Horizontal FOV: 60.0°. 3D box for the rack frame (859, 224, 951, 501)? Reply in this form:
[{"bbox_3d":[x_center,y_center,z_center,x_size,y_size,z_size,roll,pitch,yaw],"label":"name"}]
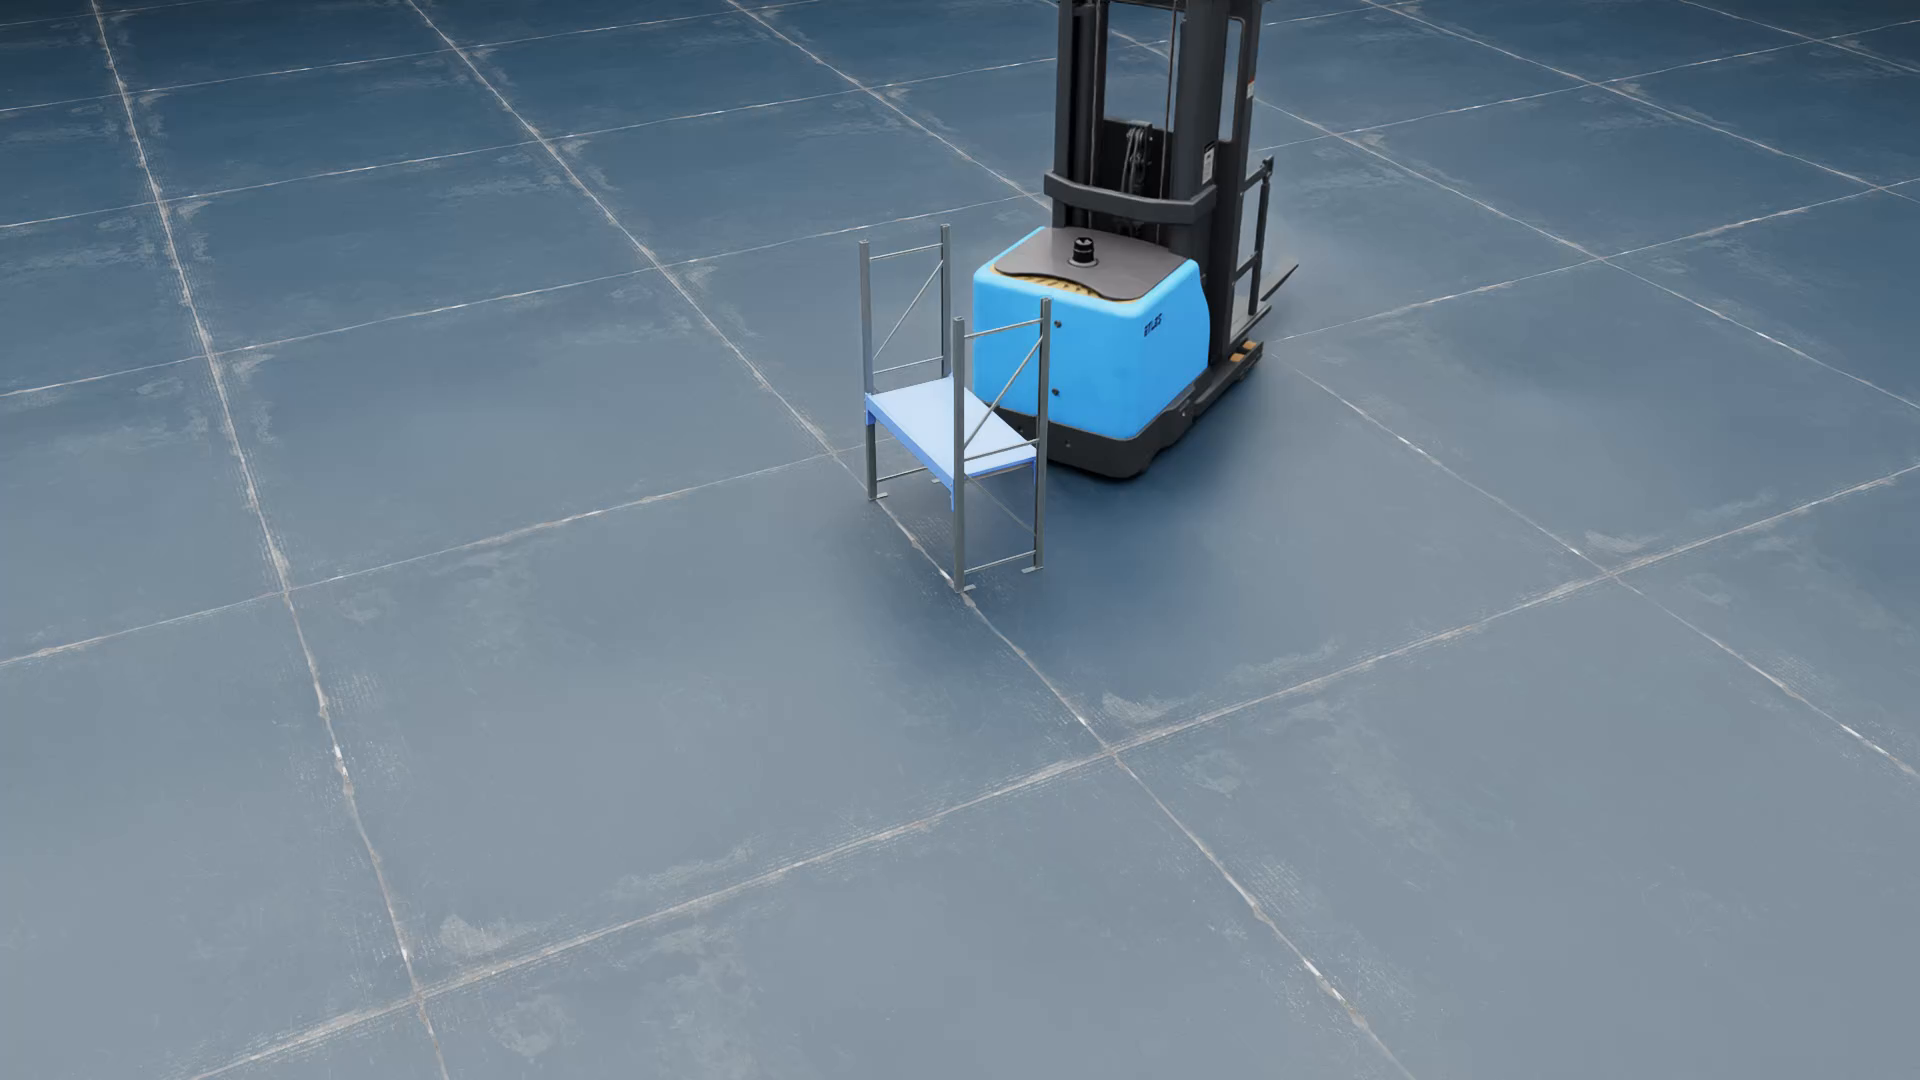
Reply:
[{"bbox_3d":[-0.277,-0.915,8.788,0.500,1.500,0.032,-16,36,-23],"label":"rack frame"}]

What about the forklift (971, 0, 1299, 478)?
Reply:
[{"bbox_3d":[1.244,-2.340,9.685,1.130,2.935,3.031,18,37,26],"label":"forklift"}]

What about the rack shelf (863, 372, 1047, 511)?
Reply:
[{"bbox_3d":[-0.040,-0.521,8.506,0.538,0.185,1.000,-16,36,-23],"label":"rack shelf"}]

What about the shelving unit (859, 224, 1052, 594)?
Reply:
[{"bbox_3d":[-0.040,-0.672,8.409,0.538,1.500,1.048,-16,36,-23],"label":"shelving unit"}]

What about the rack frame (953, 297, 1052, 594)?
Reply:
[{"bbox_3d":[0.197,-0.430,8.030,0.500,1.500,0.032,-16,36,-23],"label":"rack frame"}]
